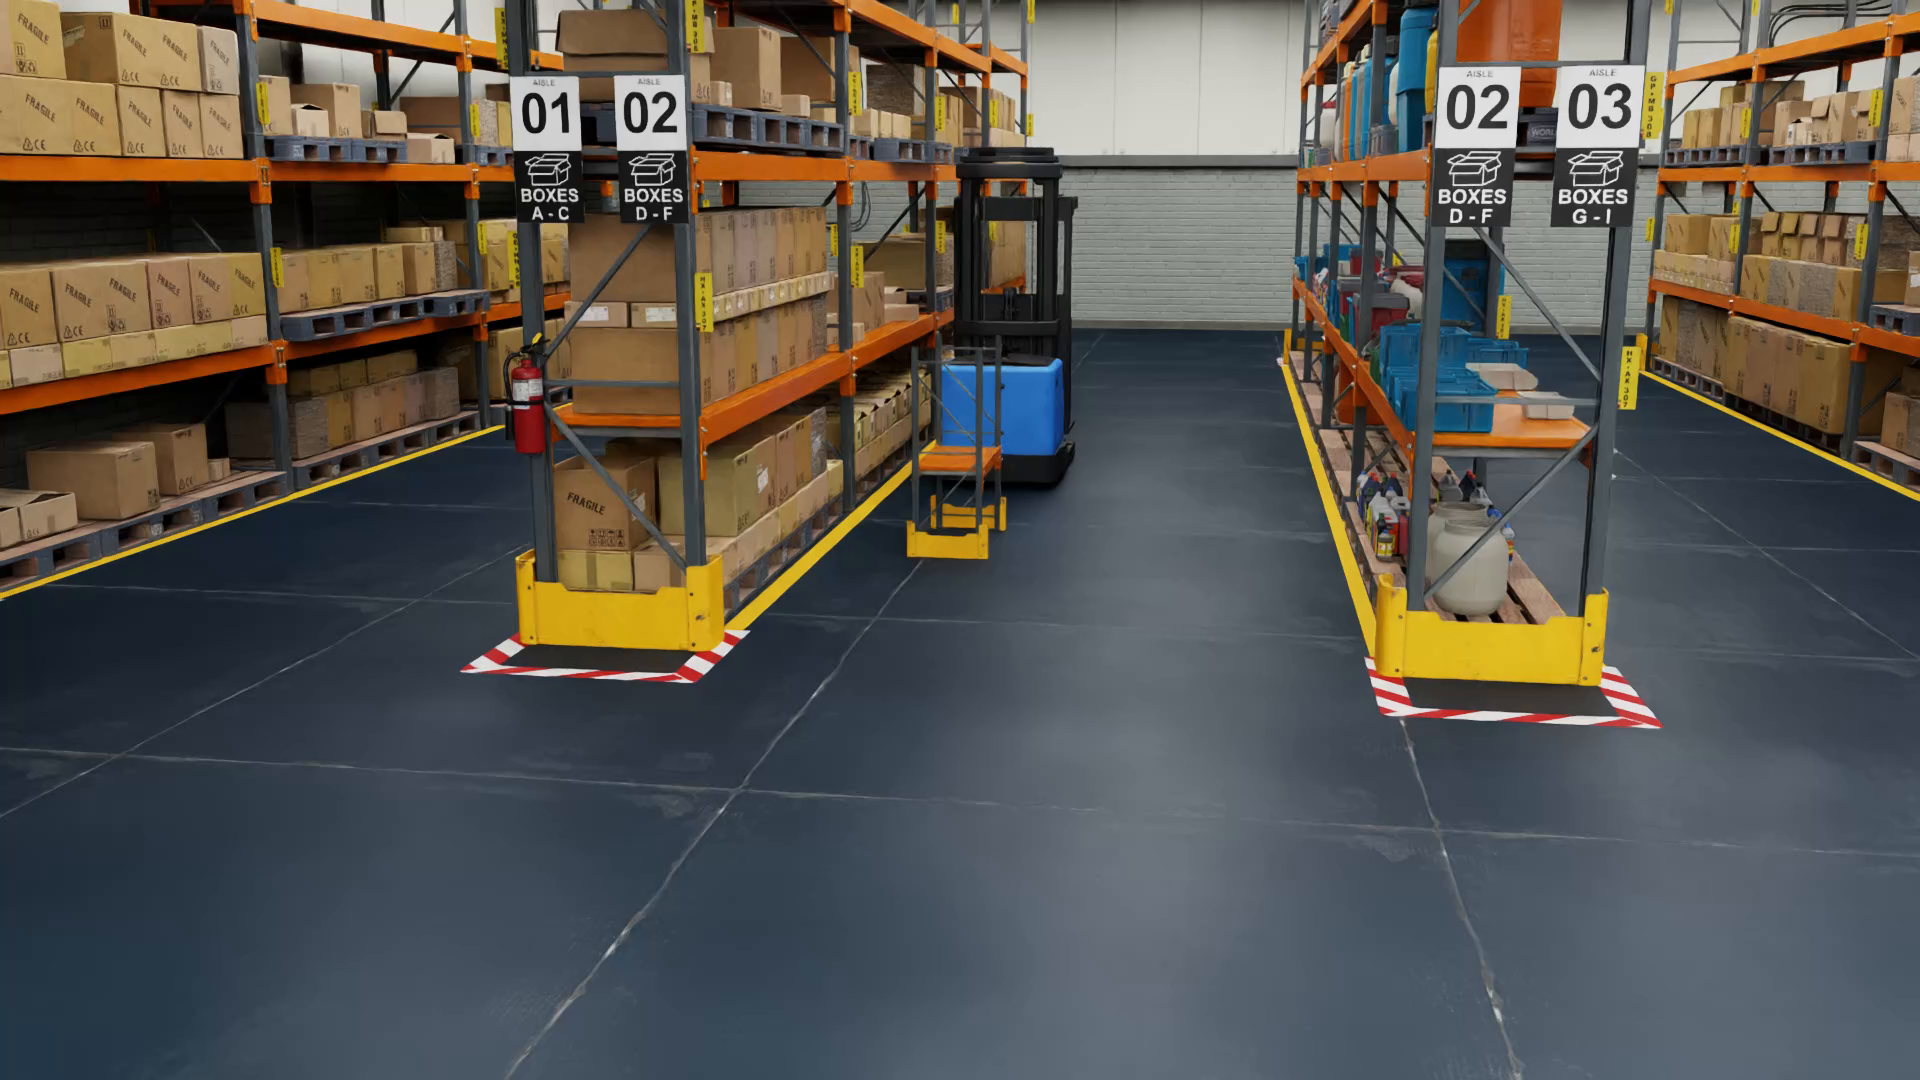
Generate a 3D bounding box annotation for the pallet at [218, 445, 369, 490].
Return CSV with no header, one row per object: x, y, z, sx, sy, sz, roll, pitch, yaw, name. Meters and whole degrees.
-6.140,-0.676,15.128,1.003,0.211,1.213,2,12,9,pallet

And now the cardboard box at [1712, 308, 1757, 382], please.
9.836,-2.362,20.380,0.875,0.875,0.875,2,12,9,cardboard box

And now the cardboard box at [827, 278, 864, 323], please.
-1.147,-2.035,14.578,0.500,0.500,0.500,3,12,13,cardboard box

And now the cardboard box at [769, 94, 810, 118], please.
-1.278,-3.074,11.786,0.380,0.149,0.250,2,12,9,cardboard box

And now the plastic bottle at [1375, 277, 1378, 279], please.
4.740,-2.857,18.935,0.097,0.271,0.097,0,12,0,plastic bottle

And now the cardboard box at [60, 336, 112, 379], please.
-6.334,-1.286,11.650,0.500,0.250,0.500,2,12,8,cardboard box

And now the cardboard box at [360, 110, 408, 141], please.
-5.934,-3.969,16.378,0.797,0.503,0.637,4,13,17,cardboard box

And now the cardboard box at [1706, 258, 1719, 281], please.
9.541,-3.341,20.526,0.500,0.250,0.500,2,12,10,cardboard box

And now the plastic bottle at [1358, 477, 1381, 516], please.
3.026,-0.319,12.274,0.152,0.276,0.135,2,12,11,plastic bottle

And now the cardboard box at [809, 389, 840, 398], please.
-1.350,-1.263,15.431,0.500,0.311,0.500,2,12,8,cardboard box

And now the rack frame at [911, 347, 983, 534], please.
-0.091,-0.610,11.762,0.500,1.500,0.032,2,12,9,rack frame

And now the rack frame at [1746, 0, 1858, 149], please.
9.656,-5.993,18.943,1.000,3.000,0.127,2,12,9,rack frame

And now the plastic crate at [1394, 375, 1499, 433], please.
2.697,-0.764,9.273,0.499,0.251,0.616,2,12,9,plastic crate

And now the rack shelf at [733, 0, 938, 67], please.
-1.055,-4.519,14.758,1.077,0.370,4.000,2,12,9,rack shelf

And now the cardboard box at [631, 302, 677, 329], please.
-1.705,-1.325,9.745,0.380,0.149,0.250,2,12,8,cardboard box

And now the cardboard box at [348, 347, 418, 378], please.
-5.852,-1.801,16.839,0.500,0.250,0.500,2,12,10,cardboard box

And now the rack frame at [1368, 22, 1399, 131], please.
3.531,-4.488,11.960,1.000,3.000,0.127,2,12,9,rack frame

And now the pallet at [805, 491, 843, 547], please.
-1.526,-0.190,12.872,1.003,0.211,1.213,2,12,9,pallet

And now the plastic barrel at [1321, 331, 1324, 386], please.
4.661,-2.288,19.973,0.600,0.901,0.708,2,12,9,plastic barrel

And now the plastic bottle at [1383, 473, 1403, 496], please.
3.140,-0.317,12.086,0.144,0.351,0.185,2,12,9,plastic bottle

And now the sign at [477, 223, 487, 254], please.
-5.105,-3.221,17.759,0.100,0.325,0.005,2,12,9,sign

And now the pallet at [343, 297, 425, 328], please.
-5.907,-2.202,16.047,1.003,0.211,1.213,2,12,9,pallet

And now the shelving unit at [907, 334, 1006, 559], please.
-0.012,-0.717,12.262,0.587,1.500,1.083,2,12,9,shelving unit

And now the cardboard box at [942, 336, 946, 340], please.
-0.447,-2.283,20.854,0.500,0.500,0.500,1,12,6,cardboard box

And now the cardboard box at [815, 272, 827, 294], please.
-1.233,-1.968,12.728,0.380,0.149,0.250,2,12,7,cardboard box

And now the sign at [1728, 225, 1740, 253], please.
9.107,-3.540,19.557,0.100,0.325,0.005,2,12,9,sign

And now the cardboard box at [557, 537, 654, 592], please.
-2.187,0.133,10.285,0.500,0.250,0.500,2,12,9,cardboard box

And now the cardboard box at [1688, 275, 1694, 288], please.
9.616,-3.332,21.432,0.380,0.149,0.250,2,12,10,cardboard box

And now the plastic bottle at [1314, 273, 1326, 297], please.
4.258,-3.000,19.589,0.152,0.276,0.135,2,12,9,plastic bottle

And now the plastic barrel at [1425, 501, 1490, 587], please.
3.019,0.044,10.078,0.421,0.512,0.421,0,12,0,plastic barrel

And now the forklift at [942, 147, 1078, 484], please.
0.524,-2.190,15.697,1.130,2.935,3.031,2,12,8,forklift

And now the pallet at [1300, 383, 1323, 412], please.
4.602,-1.699,19.874,1.003,0.211,1.213,2,12,9,pallet

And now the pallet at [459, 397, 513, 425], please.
-5.447,-1.508,18.989,1.003,0.211,1.213,2,12,9,pallet

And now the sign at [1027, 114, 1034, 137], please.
1.028,-6.092,24.420,0.100,0.325,0.005,2,12,9,sign

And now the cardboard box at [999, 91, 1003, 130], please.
0.193,-5.693,22.057,0.700,0.500,0.500,2,12,9,cardboard box

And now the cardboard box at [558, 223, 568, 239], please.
-5.013,-3.795,20.211,0.500,0.250,0.500,2,12,10,cardboard box

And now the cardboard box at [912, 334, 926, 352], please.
-0.678,-2.337,19.325,0.500,0.250,0.500,2,12,8,cardboard box

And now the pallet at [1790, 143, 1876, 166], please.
9.256,-3.971,17.126,1.003,0.211,1.213,2,12,11,pallet

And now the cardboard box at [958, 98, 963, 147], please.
-0.282,-5.049,20.211,0.600,0.600,0.600,1,12,3,cardboard box

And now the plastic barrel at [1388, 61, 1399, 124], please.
3.271,-3.199,11.834,0.421,0.512,0.421,0,12,0,plastic barrel

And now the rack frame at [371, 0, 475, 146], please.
-5.643,-5.642,17.313,1.000,3.000,0.127,2,12,9,rack frame

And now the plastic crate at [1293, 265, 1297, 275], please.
4.882,-3.849,23.718,0.250,0.136,0.298,2,12,9,plastic crate

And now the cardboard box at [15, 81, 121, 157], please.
-6.319,-2.962,11.711,0.500,0.500,0.500,3,12,12,cardboard box

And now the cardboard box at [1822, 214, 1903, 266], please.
9.272,-3.054,16.928,0.797,0.503,0.637,2,12,10,cardboard box

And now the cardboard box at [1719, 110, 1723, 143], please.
10.024,-5.211,20.961,0.700,0.500,0.500,2,12,11,cardboard box

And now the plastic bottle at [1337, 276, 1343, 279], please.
4.322,-2.879,19.026,0.152,0.276,0.135,2,12,9,plastic bottle

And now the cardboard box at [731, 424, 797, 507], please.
-1.442,-0.529,11.576,0.500,0.500,0.500,2,12,9,cardboard box

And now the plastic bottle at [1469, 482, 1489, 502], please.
3.638,-0.225,11.662,0.144,0.351,0.185,2,12,8,plastic bottle

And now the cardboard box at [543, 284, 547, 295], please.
-5.138,-2.977,19.736,0.380,0.149,0.250,2,12,9,cardboard box

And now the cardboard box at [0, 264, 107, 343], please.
-6.331,-1.647,11.543,0.500,0.500,0.500,1,12,7,cardboard box

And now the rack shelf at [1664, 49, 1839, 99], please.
9.963,-5.862,20.993,1.077,0.370,4.000,2,12,9,rack shelf

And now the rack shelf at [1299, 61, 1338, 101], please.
5.069,-6.023,21.737,1.077,0.370,4.000,2,12,9,rack shelf

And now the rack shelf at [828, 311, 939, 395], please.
-1.055,-1.782,15.348,1.077,0.370,4.000,2,12,9,rack shelf

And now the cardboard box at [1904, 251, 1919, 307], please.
8.997,-2.368,15.129,0.500,0.500,0.500,0,12,2,cardboard box

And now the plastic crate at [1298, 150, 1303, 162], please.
5.042,-5.385,23.551,0.497,0.269,0.590,2,12,9,plastic crate
